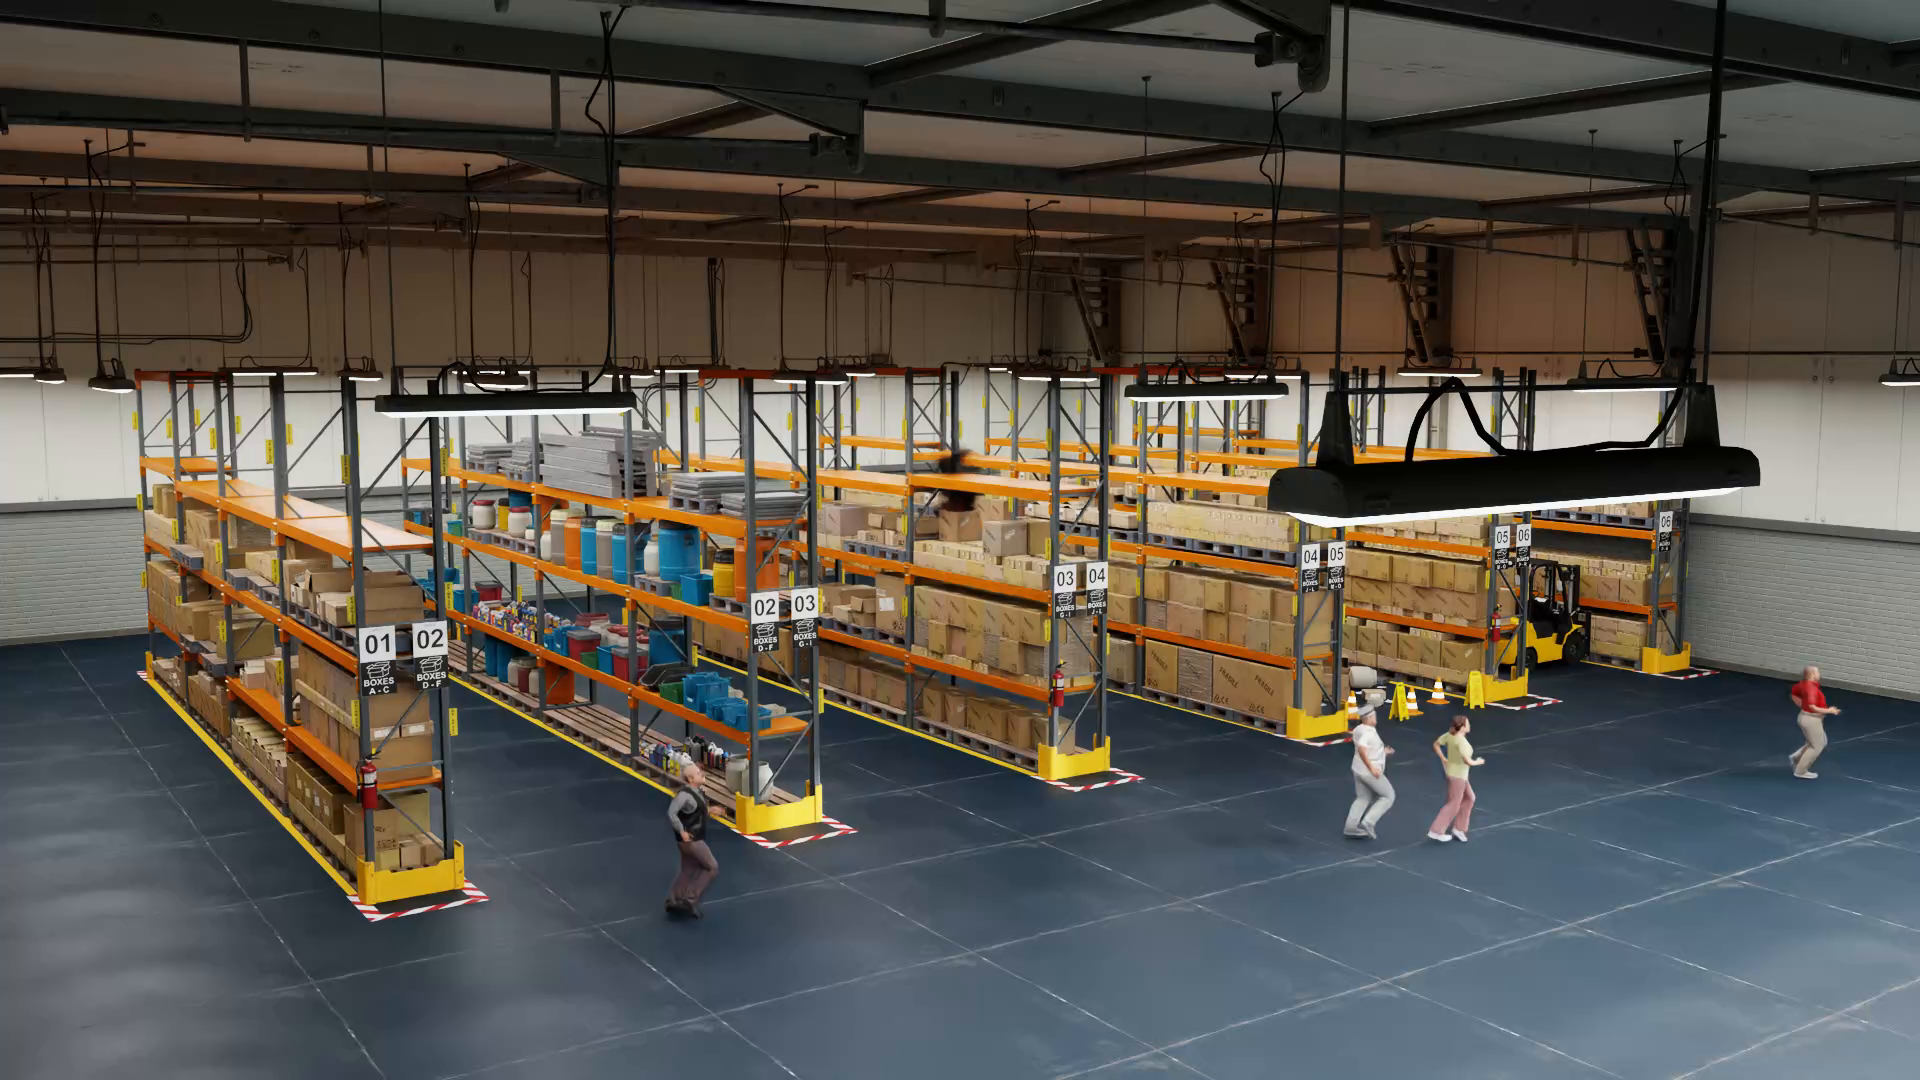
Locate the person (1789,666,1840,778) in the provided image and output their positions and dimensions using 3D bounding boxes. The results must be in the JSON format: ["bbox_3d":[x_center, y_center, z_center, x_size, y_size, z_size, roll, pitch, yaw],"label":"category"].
[{"bbox_3d":[12.709,2.701,24.725,0.602,1.680,0.652,1,7,12],"label":"person"}]

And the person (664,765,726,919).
[{"bbox_3d":[-2.987,3.385,18.714,0.704,1.738,0.631,-1,6,-7],"label":"person"}]

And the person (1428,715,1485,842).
[{"bbox_3d":[6.394,3.104,21.448,0.715,1.737,0.591,0,6,-3],"label":"person"}]

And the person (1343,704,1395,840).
[{"bbox_3d":[5.354,3.019,21.647,0.685,1.770,0.637,-1,7,-13],"label":"person"}]
